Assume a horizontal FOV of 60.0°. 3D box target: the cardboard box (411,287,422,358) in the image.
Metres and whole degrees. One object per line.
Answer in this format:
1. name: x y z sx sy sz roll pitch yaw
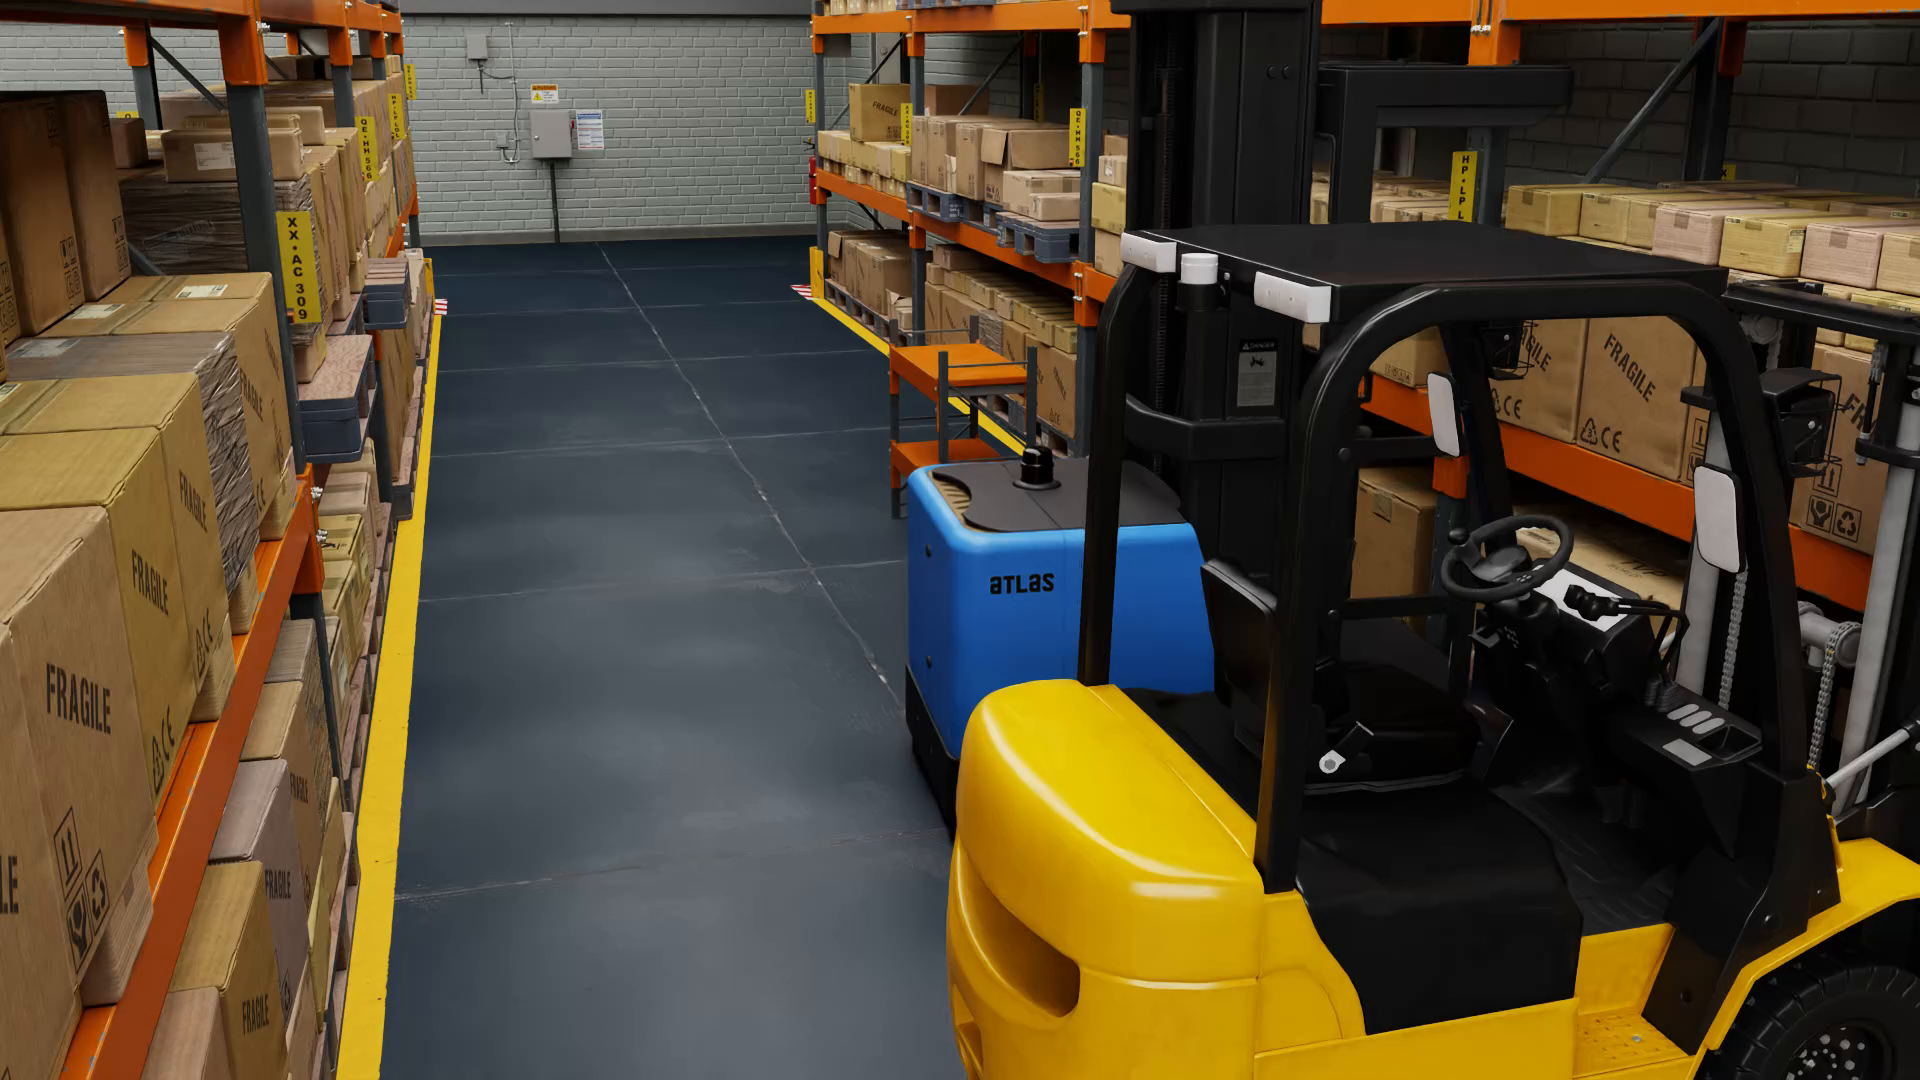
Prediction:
1. cardboard box: -4.742 -1.713 13.163 0.875 0.438 0.875 -5 17 -16

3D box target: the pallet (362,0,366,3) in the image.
1. pallet: -4.374 -3.652 11.014 0.805 0.209 1.217 -5 18 -17

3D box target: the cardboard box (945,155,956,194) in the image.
1. cardboard box: 0.111 -2.672 12.137 0.396 0.266 0.258 -4 17 -13

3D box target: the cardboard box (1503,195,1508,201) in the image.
1. cardboard box: 2.316 -1.357 6.955 0.380 0.149 0.250 -5 17 -15

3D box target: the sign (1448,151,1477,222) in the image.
1. sign: 1.778 -1.208 5.885 0.100 0.325 0.005 -5 17 -15

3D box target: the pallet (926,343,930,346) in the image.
1. pallet: 0.358 -1.392 13.221 1.003 0.211 1.213 -5 17 -15

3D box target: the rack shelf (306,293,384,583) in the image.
1. rack shelf: -3.024 -0.552 6.827 1.077 0.370 4.000 -5 17 -15

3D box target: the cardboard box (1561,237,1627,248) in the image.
1. cardboard box: 2.204 -0.915 5.483 0.380 0.149 0.250 -4 17 -14

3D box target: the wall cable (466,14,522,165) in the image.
1. wall cable: -5.984 -5.823 21.356 0.588 1.984 0.122 -5 17 -15

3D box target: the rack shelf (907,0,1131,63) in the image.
1. rack shelf: 0.648 -3.489 11.389 1.077 0.370 4.000 -5 17 -15

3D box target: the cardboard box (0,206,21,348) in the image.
1. cardboard box: -2.331 -0.590 3.273 0.700 0.500 0.500 -5 17 -16

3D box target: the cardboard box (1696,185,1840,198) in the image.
1. cardboard box: 2.704 -1.101 5.585 0.380 0.149 0.250 -5 17 -17

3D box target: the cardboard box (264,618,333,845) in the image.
1. cardboard box: -2.054 0.555 4.635 0.500 0.500 0.500 -5 17 -16

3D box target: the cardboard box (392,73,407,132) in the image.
1. cardboard box: -5.106 -3.796 14.463 0.500 0.500 0.500 -5 17 -16

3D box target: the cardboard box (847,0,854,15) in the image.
1. cardboard box: -0.809 -4.834 15.055 0.380 0.149 0.250 -5 17 -15

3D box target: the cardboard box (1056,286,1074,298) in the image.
1. cardboard box: 0.914 -1.759 12.080 0.380 0.149 0.250 -5 18 -17

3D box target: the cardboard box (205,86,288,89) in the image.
1. cardboard box: -4.378 -2.519 10.212 0.500 0.500 0.500 -5 17 -16

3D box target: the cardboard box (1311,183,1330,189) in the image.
1. cardboard box: 1.610 -1.524 7.509 0.380 0.149 0.250 -5 17 -15

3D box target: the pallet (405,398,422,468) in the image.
1. pallet: -4.050 -0.675 10.834 1.003 0.211 1.213 -5 17 -15

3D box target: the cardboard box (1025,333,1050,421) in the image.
1. cardboard box: 0.747 -1.087 10.971 0.500 0.500 0.500 -5 17 -16

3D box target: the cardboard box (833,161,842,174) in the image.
1. cardboard box: -1.060 -3.757 16.681 0.380 0.149 0.250 -4 17 -14

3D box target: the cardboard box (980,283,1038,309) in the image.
1. cardboard box: 0.360 -1.788 12.178 0.380 0.149 0.250 -4 17 -13

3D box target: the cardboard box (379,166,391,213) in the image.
1. cardboard box: -3.868 -2.201 10.456 0.500 0.250 0.500 -4 17 -14

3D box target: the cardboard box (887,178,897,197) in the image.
1. cardboard box: -0.419 -3.038 14.289 0.380 0.149 0.250 -4 17 -14

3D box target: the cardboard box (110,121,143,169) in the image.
1. cardboard box: -3.020 -1.345 5.668 0.380 0.149 0.250 -5 17 -17

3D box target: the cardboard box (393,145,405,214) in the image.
1. cardboard box: -4.550 -2.755 12.735 0.500 0.500 0.500 -4 17 -13

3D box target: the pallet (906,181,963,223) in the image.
1. pallet: 0.213 -2.628 12.822 1.003 0.211 1.213 -5 17 -15

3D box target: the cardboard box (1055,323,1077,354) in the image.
1. cardboard box: 0.819 -1.275 10.469 0.380 0.149 0.250 -6 18 -18

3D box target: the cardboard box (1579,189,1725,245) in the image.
1. cardboard box: 2.275 -1.063 5.457 0.380 0.149 0.250 -4 17 -14

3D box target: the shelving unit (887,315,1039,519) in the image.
1. shelving unit: -0.002 -0.541 8.796 0.538 1.125 1.048 -5 17 -15

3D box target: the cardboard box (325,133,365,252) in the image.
1. cardboard box: -3.029 -1.596 7.629 0.500 0.500 0.500 -5 17 -16

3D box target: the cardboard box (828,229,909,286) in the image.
1. cardboard box: -0.924 -2.885 16.953 0.797 0.503 0.637 -5 18 -17

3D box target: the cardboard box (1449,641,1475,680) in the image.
1. cardboard box: 2.112 0.539 5.994 0.500 0.250 0.500 -5 17 -15

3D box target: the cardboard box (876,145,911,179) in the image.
1. cardboard box: -0.428 -3.280 14.400 0.500 0.250 0.500 -5 17 -15

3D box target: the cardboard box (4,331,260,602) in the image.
1. cardboard box: -1.818 -0.146 3.532 0.500 0.500 0.500 -4 17 -14

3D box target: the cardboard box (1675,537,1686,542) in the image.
1. cardboard box: 2.618 0.021 5.981 0.500 0.250 0.500 -4 17 -14

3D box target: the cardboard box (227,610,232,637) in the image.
1. cardboard box: -1.769 0.195 3.524 0.380 0.149 0.250 -5 17 -16

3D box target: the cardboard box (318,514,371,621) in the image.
1. cardboard box: -3.015 0.178 6.983 0.950 0.372 0.625 -4 17 -13

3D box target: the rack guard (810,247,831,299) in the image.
1. rack guard: -0.980 -2.838 17.532 1.175 0.500 0.348 -5 17 -15

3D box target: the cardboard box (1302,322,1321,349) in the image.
1. cardboard box: 1.764 -0.923 7.070 0.500 0.250 0.500 -5 17 -16

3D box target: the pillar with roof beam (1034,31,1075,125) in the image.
1. pillar with roof beam: -3.365 -5.747 12.441 9.100 9.000 0.400 -5 17 -15

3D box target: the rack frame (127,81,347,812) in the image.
1. rack frame: -2.474 -0.344 4.882 1.000 3.000 0.127 -5 17 -15

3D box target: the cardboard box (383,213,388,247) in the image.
1. cardboard box: -3.902 -1.956 10.510 0.500 0.250 0.500 -5 17 -15

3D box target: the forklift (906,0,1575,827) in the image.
1. forklift: 1.362 -0.599 5.850 3.031 2.935 1.130 -3 17 -10

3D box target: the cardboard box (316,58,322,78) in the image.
1. cardboard box: -5.091 -3.605 12.701 0.380 0.149 0.250 -5 17 -15

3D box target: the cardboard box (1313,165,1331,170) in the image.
1. cardboard box: 1.805 -1.847 8.587 0.380 0.149 0.250 -5 17 -16

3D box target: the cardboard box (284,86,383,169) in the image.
1. cardboard box: -3.882 -2.553 10.326 0.500 0.500 0.500 -4 17 -14

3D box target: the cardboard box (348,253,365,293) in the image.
1. cardboard box: -2.851 -1.179 7.370 0.380 0.149 0.250 -4 17 -14

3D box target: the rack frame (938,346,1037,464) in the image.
1. rack frame: 0.138 -0.400 8.328 0.500 1.125 0.032 -5 17 -15

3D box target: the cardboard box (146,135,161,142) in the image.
1. cardboard box: -3.523 -1.555 7.495 0.500 0.500 0.500 -4 17 -12
